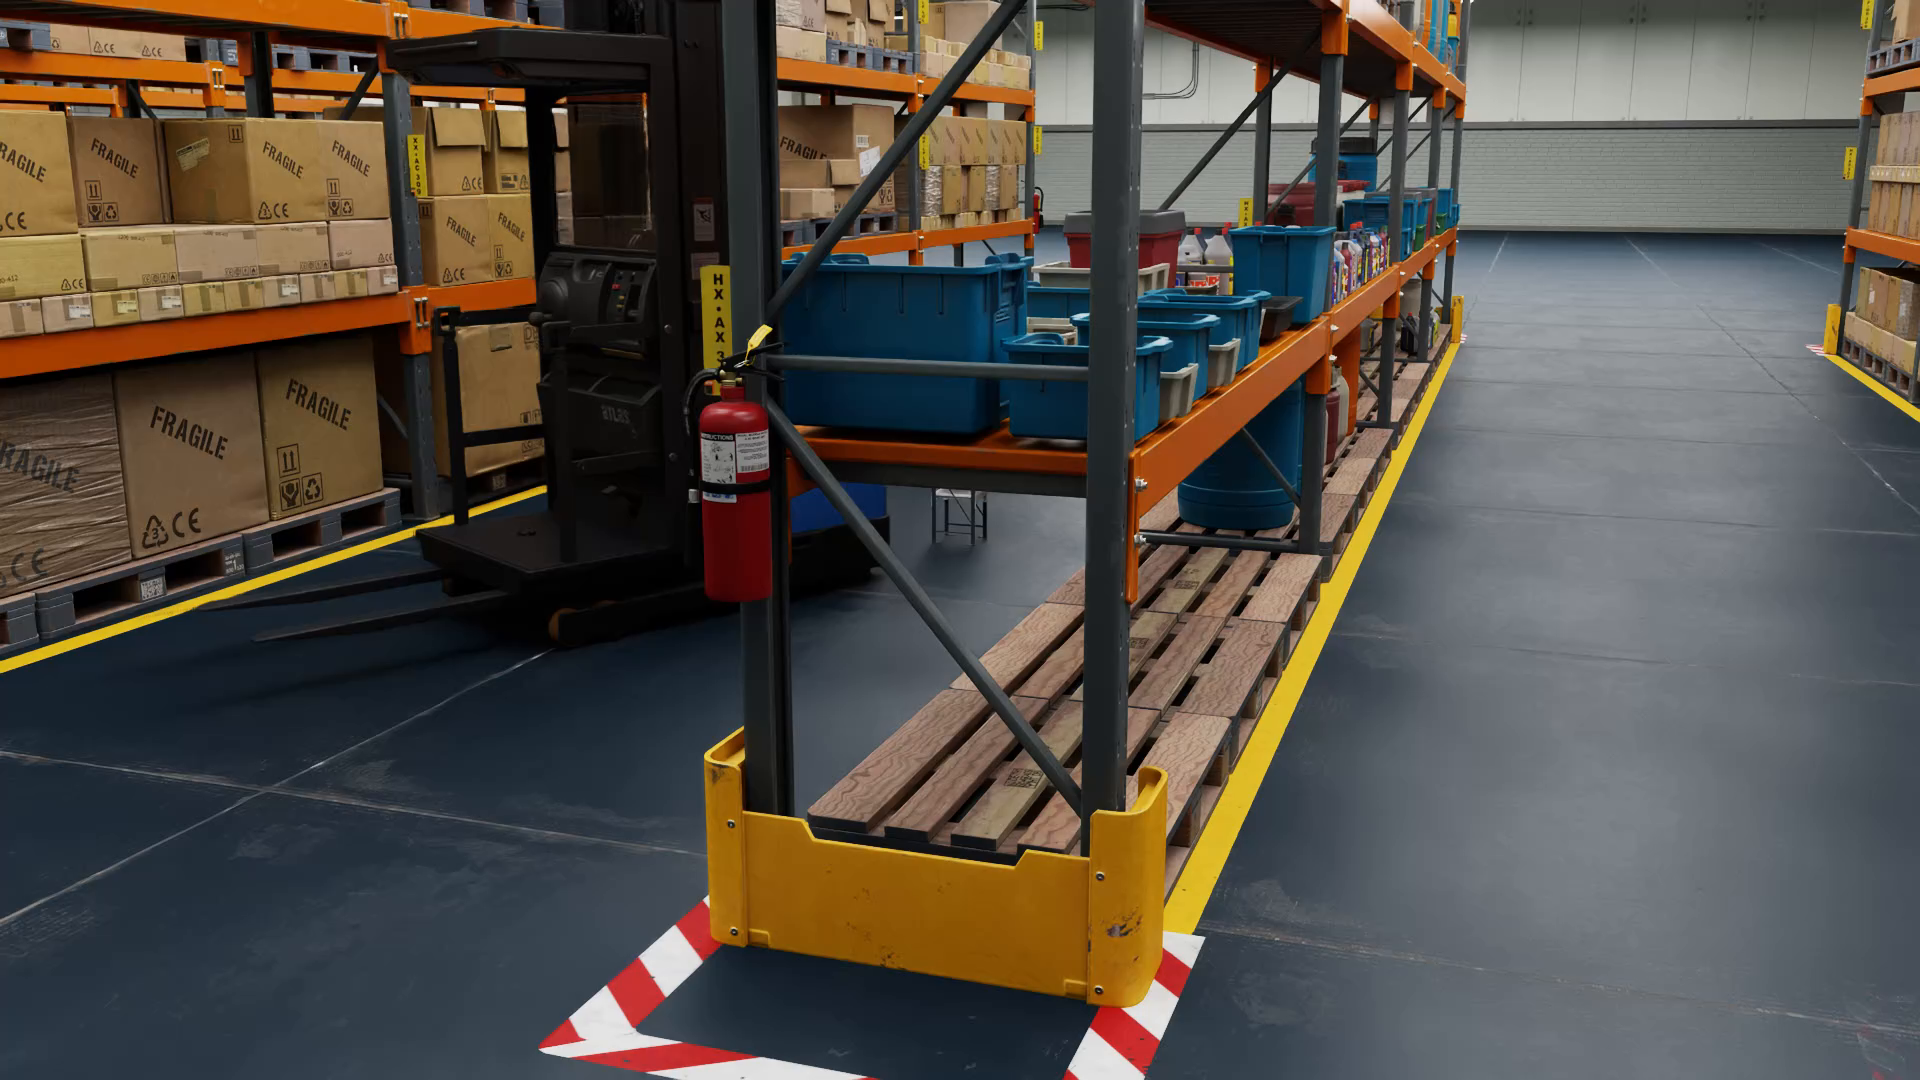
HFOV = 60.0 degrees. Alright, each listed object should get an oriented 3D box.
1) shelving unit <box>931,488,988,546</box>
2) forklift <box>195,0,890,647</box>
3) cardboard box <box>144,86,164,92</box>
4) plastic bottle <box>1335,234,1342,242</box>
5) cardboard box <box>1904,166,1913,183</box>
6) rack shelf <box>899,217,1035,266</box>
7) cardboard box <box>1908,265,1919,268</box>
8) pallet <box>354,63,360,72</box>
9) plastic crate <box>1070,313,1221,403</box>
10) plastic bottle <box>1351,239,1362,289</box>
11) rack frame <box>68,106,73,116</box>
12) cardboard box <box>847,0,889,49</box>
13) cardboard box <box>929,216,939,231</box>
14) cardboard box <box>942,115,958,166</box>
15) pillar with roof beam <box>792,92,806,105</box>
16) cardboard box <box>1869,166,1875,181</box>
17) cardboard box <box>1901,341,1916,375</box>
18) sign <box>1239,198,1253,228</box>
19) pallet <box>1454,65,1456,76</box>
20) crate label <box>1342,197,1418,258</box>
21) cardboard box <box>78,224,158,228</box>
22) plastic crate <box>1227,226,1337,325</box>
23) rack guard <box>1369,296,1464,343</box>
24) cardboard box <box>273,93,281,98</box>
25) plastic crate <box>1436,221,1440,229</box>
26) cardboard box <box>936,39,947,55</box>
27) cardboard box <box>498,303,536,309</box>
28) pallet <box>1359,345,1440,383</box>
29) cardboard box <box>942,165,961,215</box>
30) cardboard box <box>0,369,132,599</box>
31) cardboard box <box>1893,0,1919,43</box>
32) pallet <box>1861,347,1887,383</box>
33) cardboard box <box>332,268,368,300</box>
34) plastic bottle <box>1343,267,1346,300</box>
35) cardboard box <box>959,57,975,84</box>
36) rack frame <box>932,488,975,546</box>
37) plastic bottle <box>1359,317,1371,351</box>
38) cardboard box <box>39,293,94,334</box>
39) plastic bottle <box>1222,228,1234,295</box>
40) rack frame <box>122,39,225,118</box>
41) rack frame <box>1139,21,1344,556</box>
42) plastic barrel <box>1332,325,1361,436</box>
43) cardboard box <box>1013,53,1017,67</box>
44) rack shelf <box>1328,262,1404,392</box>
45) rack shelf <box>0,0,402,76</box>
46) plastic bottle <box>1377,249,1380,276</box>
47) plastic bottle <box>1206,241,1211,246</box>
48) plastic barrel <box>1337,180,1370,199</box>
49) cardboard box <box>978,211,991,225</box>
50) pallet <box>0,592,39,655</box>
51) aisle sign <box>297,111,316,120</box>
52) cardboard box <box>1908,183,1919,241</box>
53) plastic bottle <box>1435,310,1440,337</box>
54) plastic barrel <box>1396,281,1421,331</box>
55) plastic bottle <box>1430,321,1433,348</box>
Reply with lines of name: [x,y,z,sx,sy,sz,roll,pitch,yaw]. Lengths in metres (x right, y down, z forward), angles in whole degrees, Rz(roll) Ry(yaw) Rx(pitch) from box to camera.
shelving unit: [-0.003,-0.437,8.880,0.258,0.900,0.210,4,14,18]
forklift: [-1.774,-1.108,7.254,3.031,2.935,1.130,-11,17,-41]
cardboard box: [-9.783,-5.445,19.927,0.380,0.149,0.250,4,14,18]
plastic bottle: [2.220,-1.652,9.747,0.061,0.283,0.133,4,14,18]
cardboard box: [8.874,-3.340,15.197,0.380,0.149,0.250,5,14,20]
rack shelf: [-0.232,-3.363,18.599,1.077,0.370,4.000,4,14,18]
cardboard box: [9.895,-2.516,16.822,0.500,0.500,0.500,4,14,18]
pallet: [-5.789,-4.844,17.158,0.805,0.209,1.217,4,13,16]
plastic crate: [0.529,-0.524,4.785,0.416,0.233,0.300,4,14,18]
plastic bottle: [2.199,-1.546,9.309,0.097,0.271,0.097,0,13,0]
rack frame: [-13.660,-5.205,25.052,1.000,3.000,0.127,4,14,18]
cardboard box: [-1.125,-4.918,15.879,0.797,0.503,0.637,4,13,16]
cardboard box: [-0.432,-3.246,17.031,0.380,0.149,0.250,4,14,18]
cardboard box: [-0.333,-4.156,17.315,0.500,0.500,0.500,4,14,18]
pillar with roof beam: [-0.958,-14.055,50.343,9.100,9.000,0.548,4,14,18]
cardboard box: [9.457,-3.719,16.858,0.380,0.149,0.250,4,14,18]
cardboard box: [8.436,-1.556,14.301,0.500,0.250,0.500,4,14,18]
sign: [1.990,-2.212,11.570,0.100,0.325,0.005,4,14,18]
pallet: [4.742,-4.982,17.756,1.003,0.211,1.213,4,14,18]
crate label: [3.091,-2.301,12.249,0.502,0.435,0.616,4,14,18]
cardboard box: [-4.195,-1.386,7.990,0.500,0.250,0.500,5,14,20]
plastic crate: [1.391,-1.150,7.188,0.392,0.384,0.575,4,14,18]
rack guard: [5.122,-2.540,18.994,1.175,0.500,0.348,4,14,18]
cardboard box: [-9.161,-5.880,21.835,0.380,0.149,0.250,4,14,18]
plastic crate: [4.097,-3.007,15.561,0.767,0.338,0.504,4,14,18]
cardboard box: [-0.352,-5.039,17.026,0.380,0.149,0.250,4,14,19]
cardboard box: [-2.991,-1.102,10.905,1.225,0.875,0.875,4,13,16]
pallet: [4.064,-1.715,16.028,1.003,0.211,1.213,4,14,18]
cardboard box: [-0.480,-3.680,17.475,0.875,0.500,0.500,4,14,18]
cardboard box: [-4.336,-0.267,7.249,0.875,0.875,0.875,4,14,18]
cardboard box: [8.991,-4.875,15.382,0.500,0.500,0.500,4,14,18]
pallet: [9.183,-1.642,15.705,1.003,0.211,1.213,4,14,18]
cardboard box: [-3.339,-1.344,8.699,0.380,0.149,0.250,5,14,19]
plastic bottle: [1.943,-1.345,8.586,0.097,0.201,0.097,0,13,0]
cardboard box: [-0.154,-4.974,17.635,0.500,0.250,0.500,4,13,16]
rack frame: [-0.036,-0.416,8.787,0.240,0.900,0.006,4,14,18]
plastic bottle: [3.880,-2.005,15.997,0.144,0.351,0.185,4,14,18]
cardboard box: [-3.921,-0.966,7.042,0.380,0.149,0.250,4,14,18]
plastic bottle: [1.403,-1.473,8.813,0.144,0.351,0.185,4,14,18]
rack frame: [-6.834,-2.829,14.641,1.000,3.000,0.127,4,14,18]
rack frame: [1.219,-1.252,7.731,1.000,3.000,0.127,4,14,18]
plastic barrel: [2.371,-1.136,11.159,0.600,0.830,0.708,4,14,18]
cardboard box: [0.441,-5.526,19.157,0.380,0.149,0.250,4,13,16]
rack shelf: [1.866,-1.322,9.656,1.077,0.370,4.000,4,14,18]
rack shelf: [-4.115,-2.299,7.195,1.077,0.370,4.000,4,14,18]
plastic bottle: [2.562,-1.748,10.353,0.097,0.201,0.097,0,13,0]
plastic bottle: [1.322,-1.481,9.013,0.152,0.276,0.135,4,14,18]
plastic barrel: [3.290,-2.817,14.283,0.433,0.535,0.433,0,13,0]
cardboard box: [0.132,-3.614,18.647,0.380,0.149,0.250,4,14,18]
pallet: [-4.577,0.419,6.676,1.003,0.211,1.213,4,14,18]
aisle sign: [-9.235,-6.151,23.355,0.394,0.787,0.004,4,14,18]
cardboard box: [8.961,-2.938,14.896,0.700,0.500,0.500,5,14,19]
plastic bottle: [4.902,-2.224,17.108,0.061,0.283,0.133,5,14,20]
plastic barrel: [4.799,-2.521,17.938,0.421,0.512,0.421,0,13,0]
plastic bottle: [4.461,-1.999,15.971,0.144,0.351,0.185,5,14,20]
